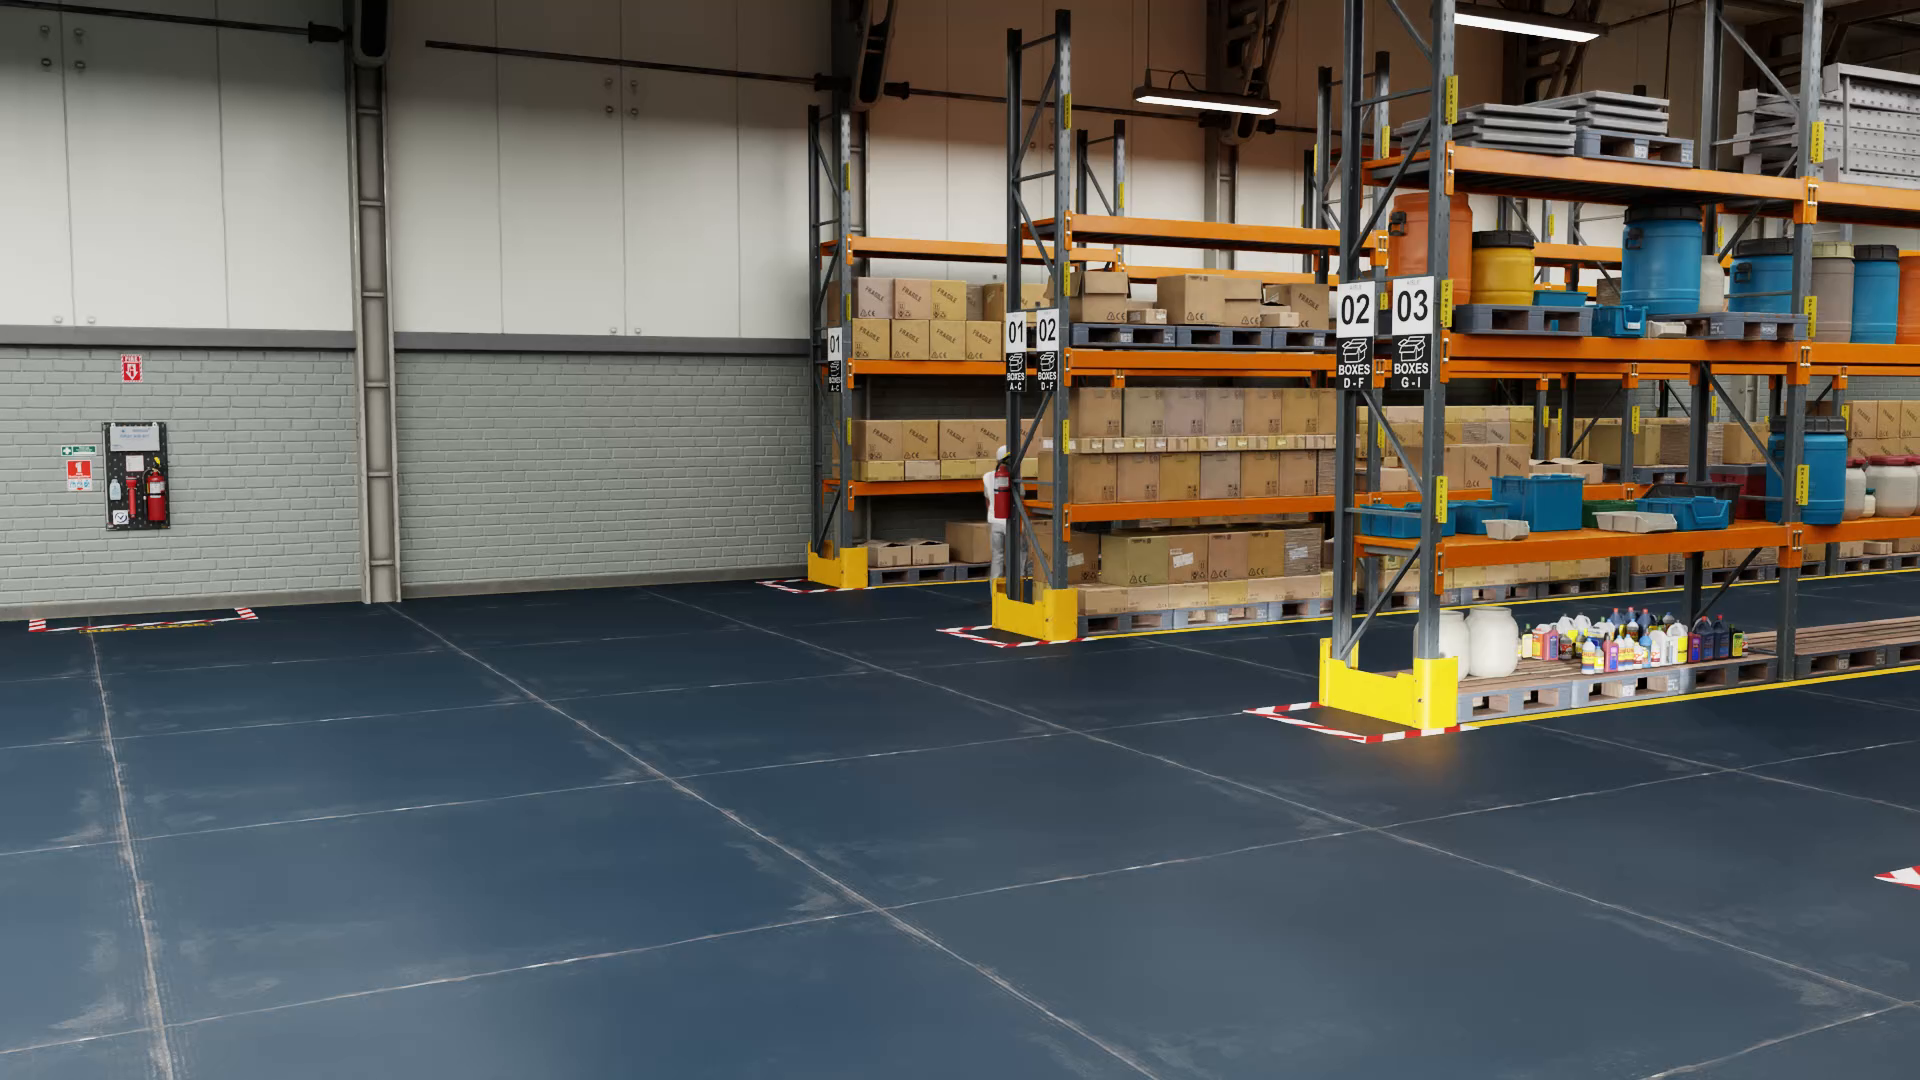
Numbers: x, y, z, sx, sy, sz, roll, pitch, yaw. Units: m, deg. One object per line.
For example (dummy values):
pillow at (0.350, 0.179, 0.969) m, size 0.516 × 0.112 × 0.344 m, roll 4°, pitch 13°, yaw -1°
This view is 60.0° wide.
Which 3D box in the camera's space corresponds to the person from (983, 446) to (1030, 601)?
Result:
person at (0.560, -0.157, 19.154) m, size 0.569 × 1.862 × 0.566 m, roll 2°, pitch 5°, yaw 25°
